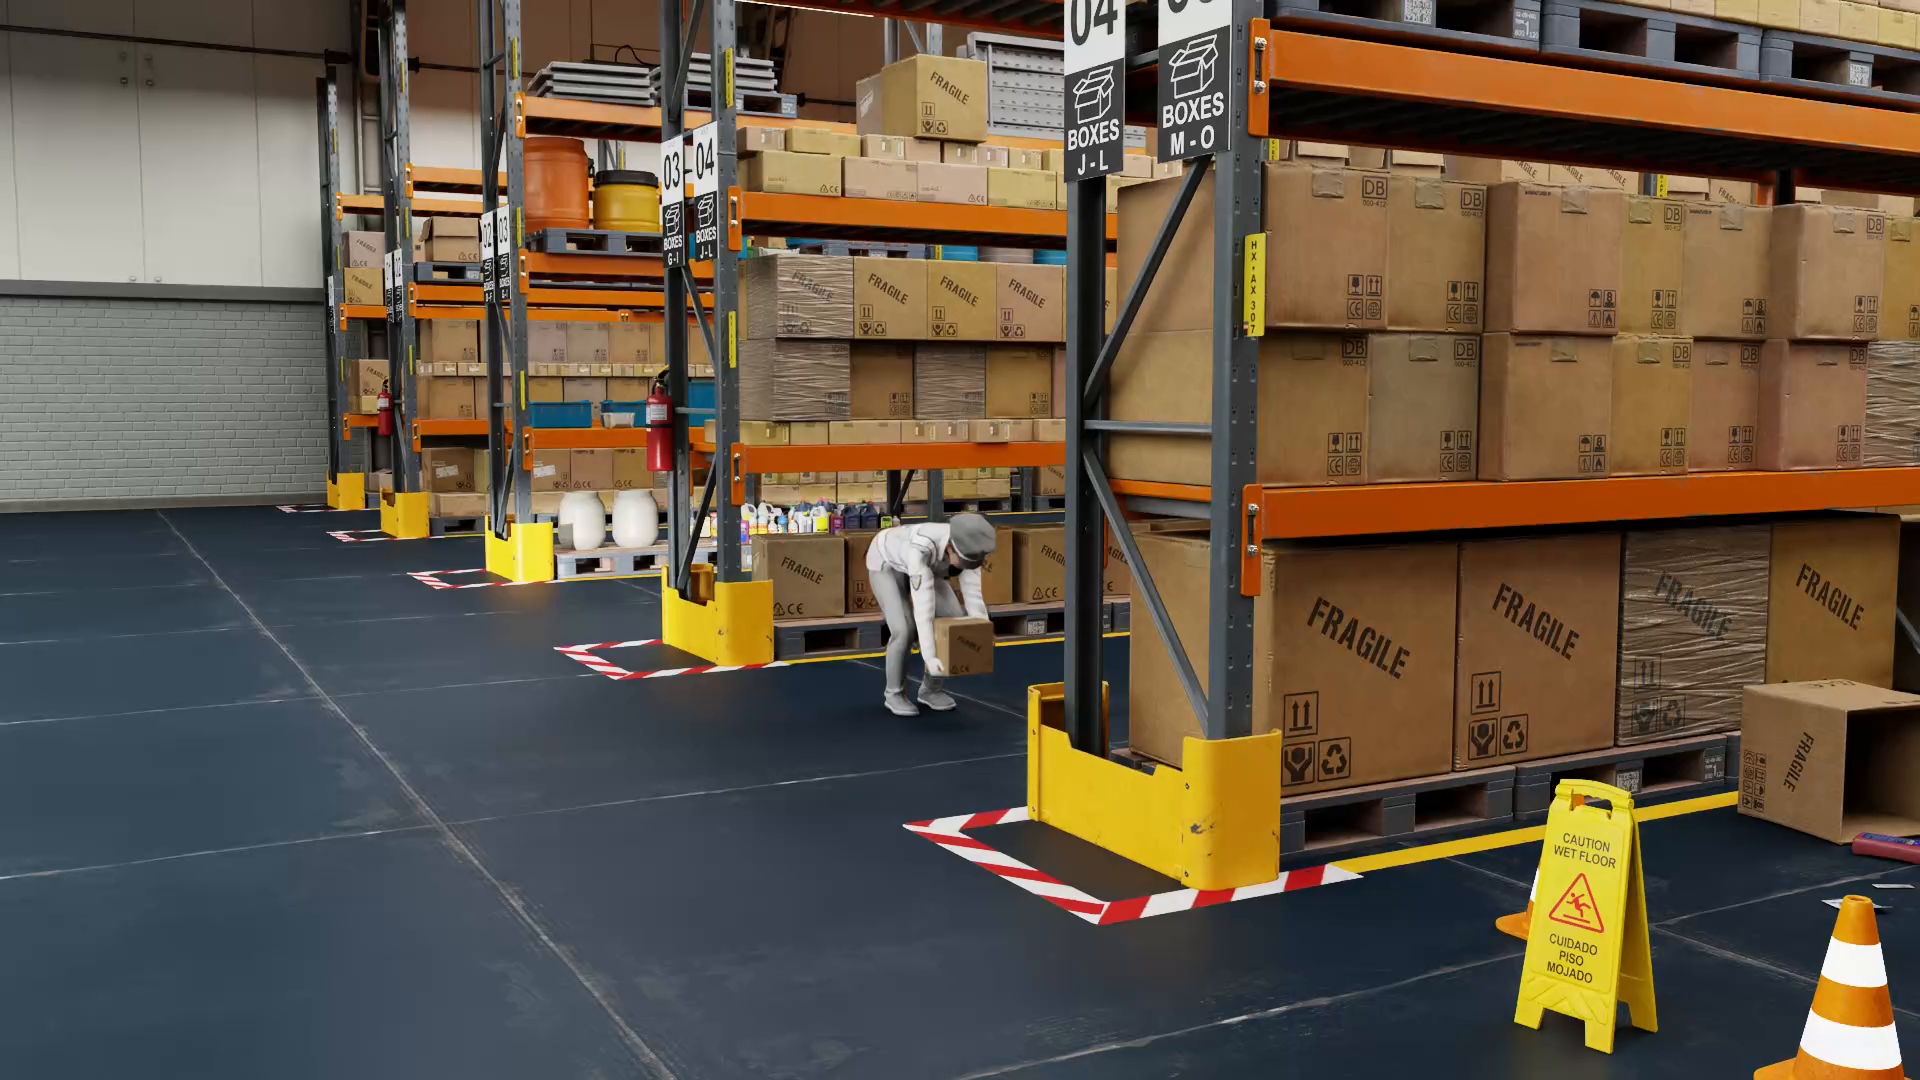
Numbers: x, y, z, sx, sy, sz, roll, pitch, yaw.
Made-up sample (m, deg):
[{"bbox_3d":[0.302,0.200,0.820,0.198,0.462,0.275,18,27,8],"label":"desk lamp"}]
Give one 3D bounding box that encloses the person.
[{"bbox_3d":[-0.132,0.367,8.377,0.451,1.048,0.921,-3,6,-31],"label":"person"}]
